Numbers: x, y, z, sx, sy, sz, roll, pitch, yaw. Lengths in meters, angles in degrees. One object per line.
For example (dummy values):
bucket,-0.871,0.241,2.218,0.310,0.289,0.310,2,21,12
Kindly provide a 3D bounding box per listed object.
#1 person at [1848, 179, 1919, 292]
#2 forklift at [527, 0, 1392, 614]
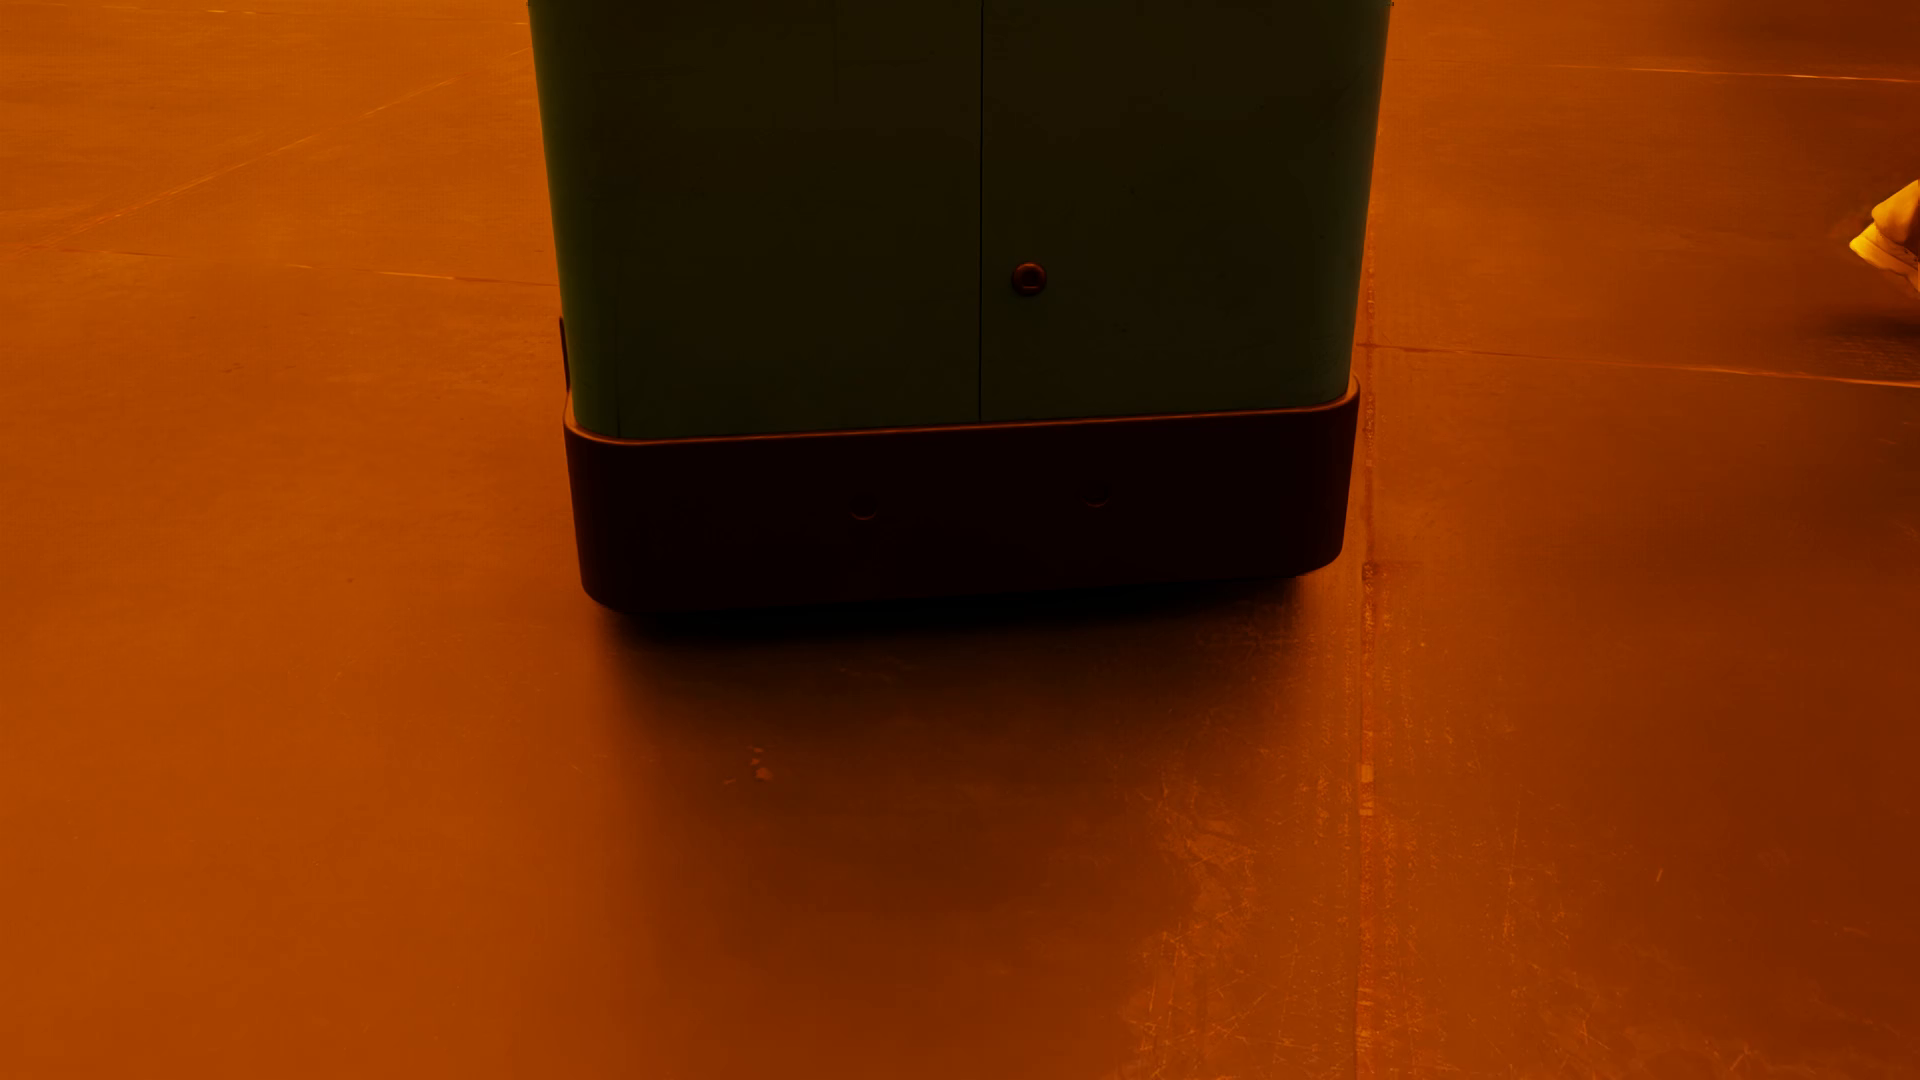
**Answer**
person,2.041,-1.079,2.897,0.718,1.570,0.698,-22,34,-36
forklift,-0.164,-1.849,2.911,1.130,2.935,3.031,-3,27,-6
